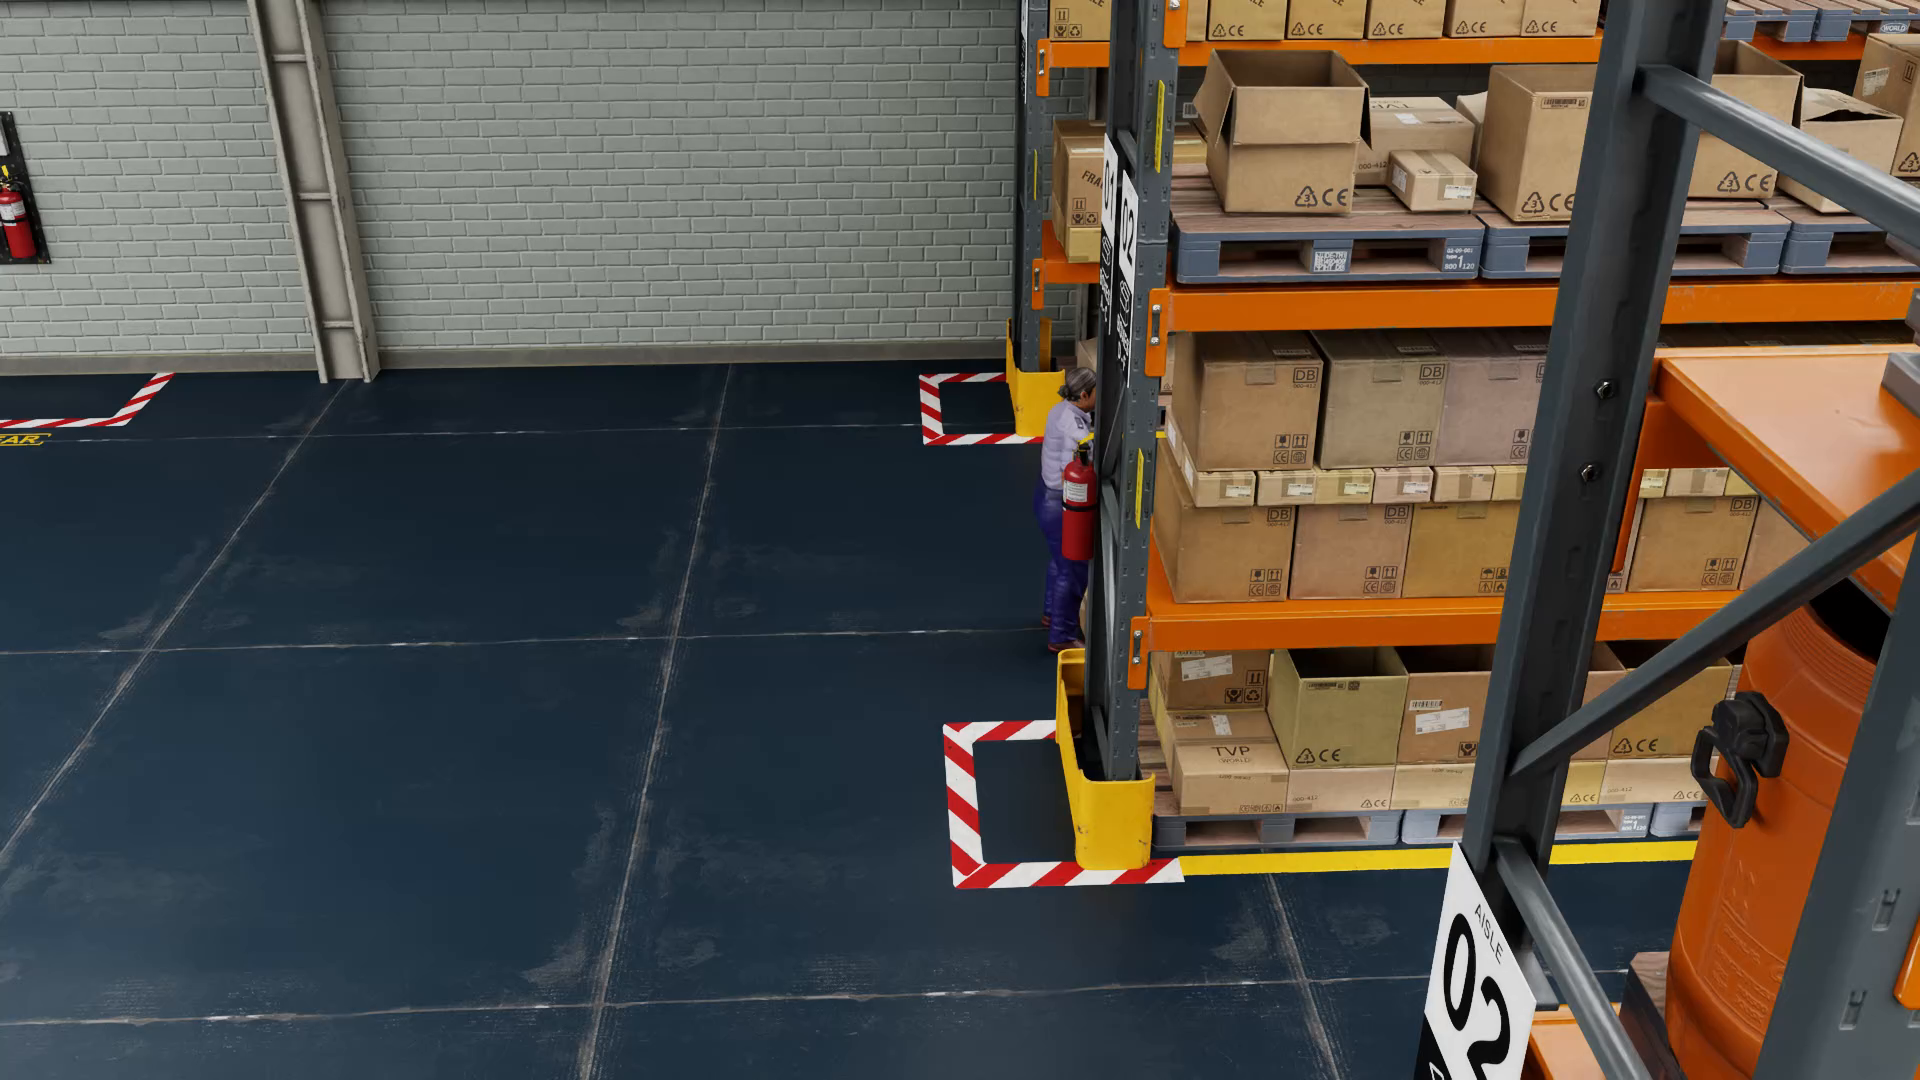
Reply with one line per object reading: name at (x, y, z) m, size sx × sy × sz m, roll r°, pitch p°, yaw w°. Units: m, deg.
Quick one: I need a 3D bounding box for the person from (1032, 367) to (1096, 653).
person at (0.607, -0.180, 9.317) m, size 0.375 × 1.651 × 0.564 m, roll -3°, pitch 28°, yaw -6°
